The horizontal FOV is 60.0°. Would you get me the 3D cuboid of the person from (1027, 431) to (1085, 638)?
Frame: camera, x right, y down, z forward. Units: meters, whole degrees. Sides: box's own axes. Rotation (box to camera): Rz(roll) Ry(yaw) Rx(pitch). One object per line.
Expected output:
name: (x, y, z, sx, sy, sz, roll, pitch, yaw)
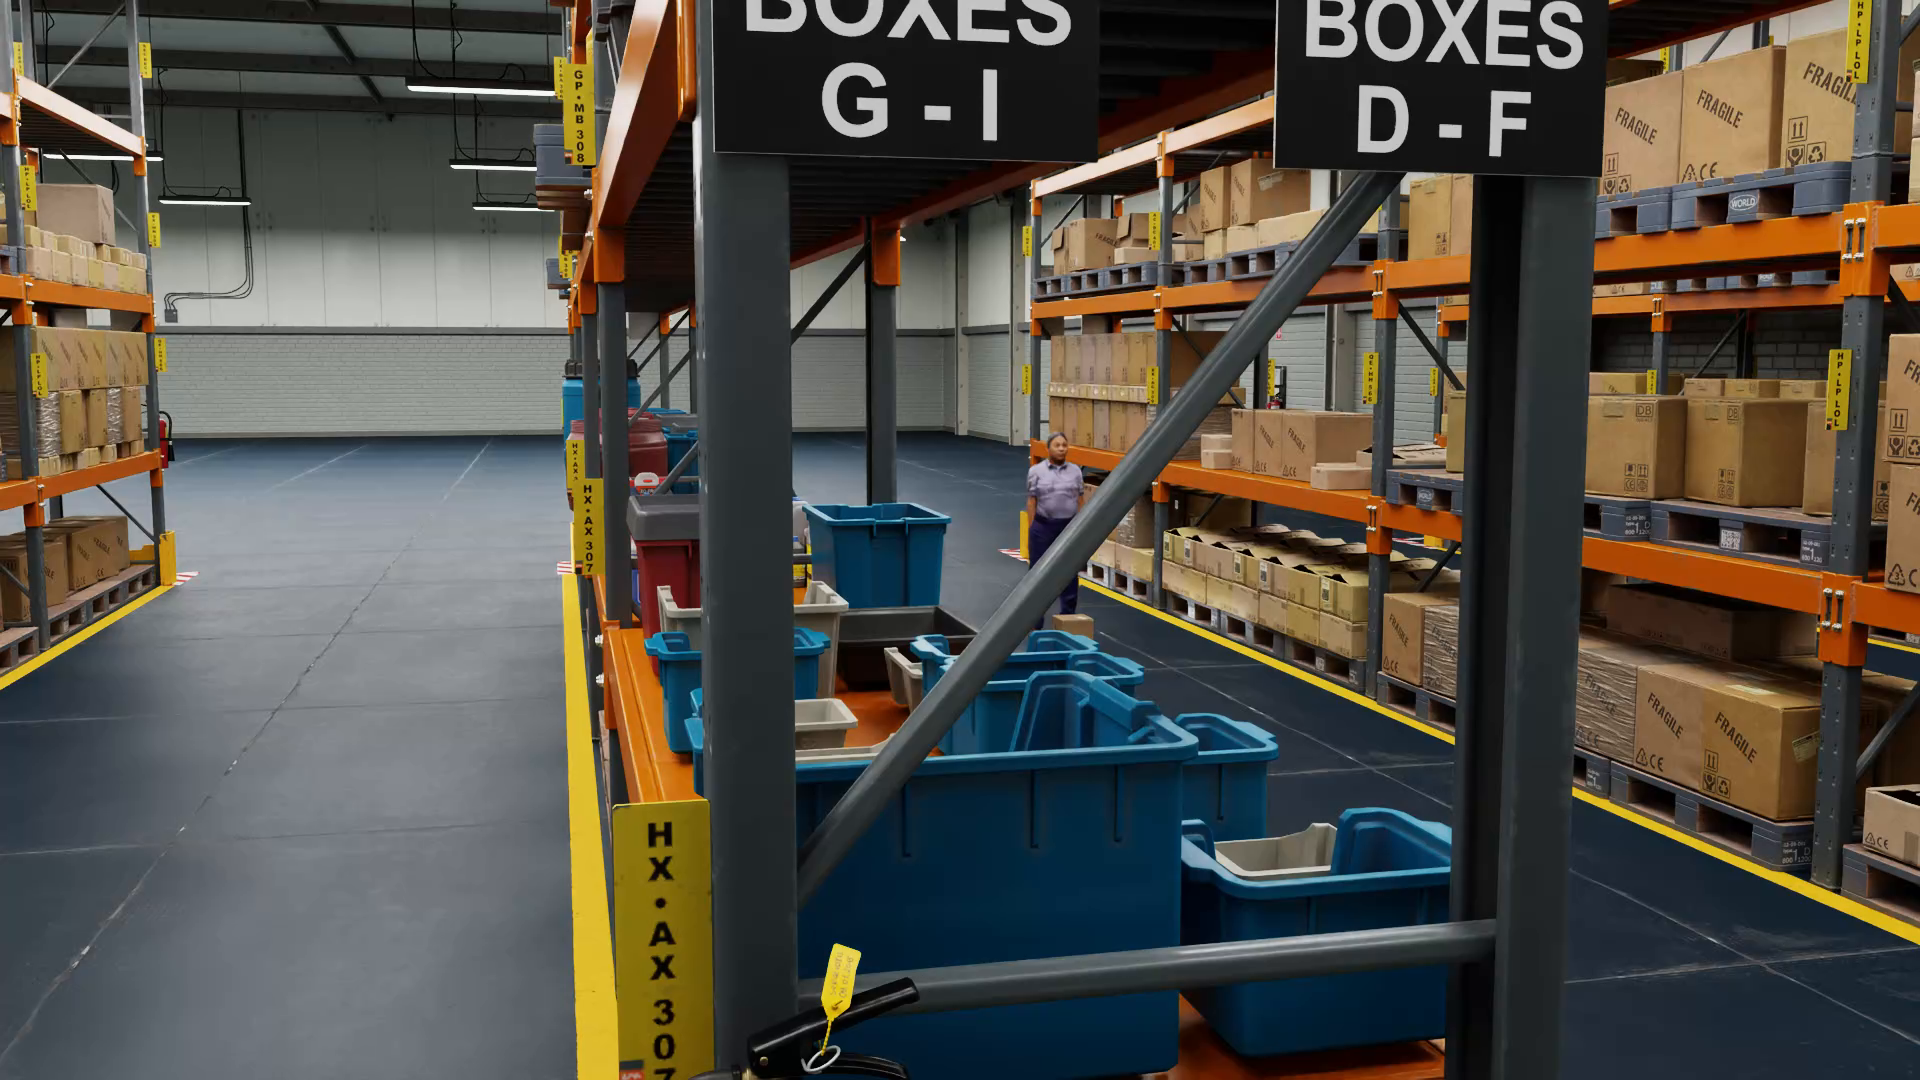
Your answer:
person: (0.762, -0.030, 13.053, 0.467, 1.651, 0.345, -1, 6, -12)
